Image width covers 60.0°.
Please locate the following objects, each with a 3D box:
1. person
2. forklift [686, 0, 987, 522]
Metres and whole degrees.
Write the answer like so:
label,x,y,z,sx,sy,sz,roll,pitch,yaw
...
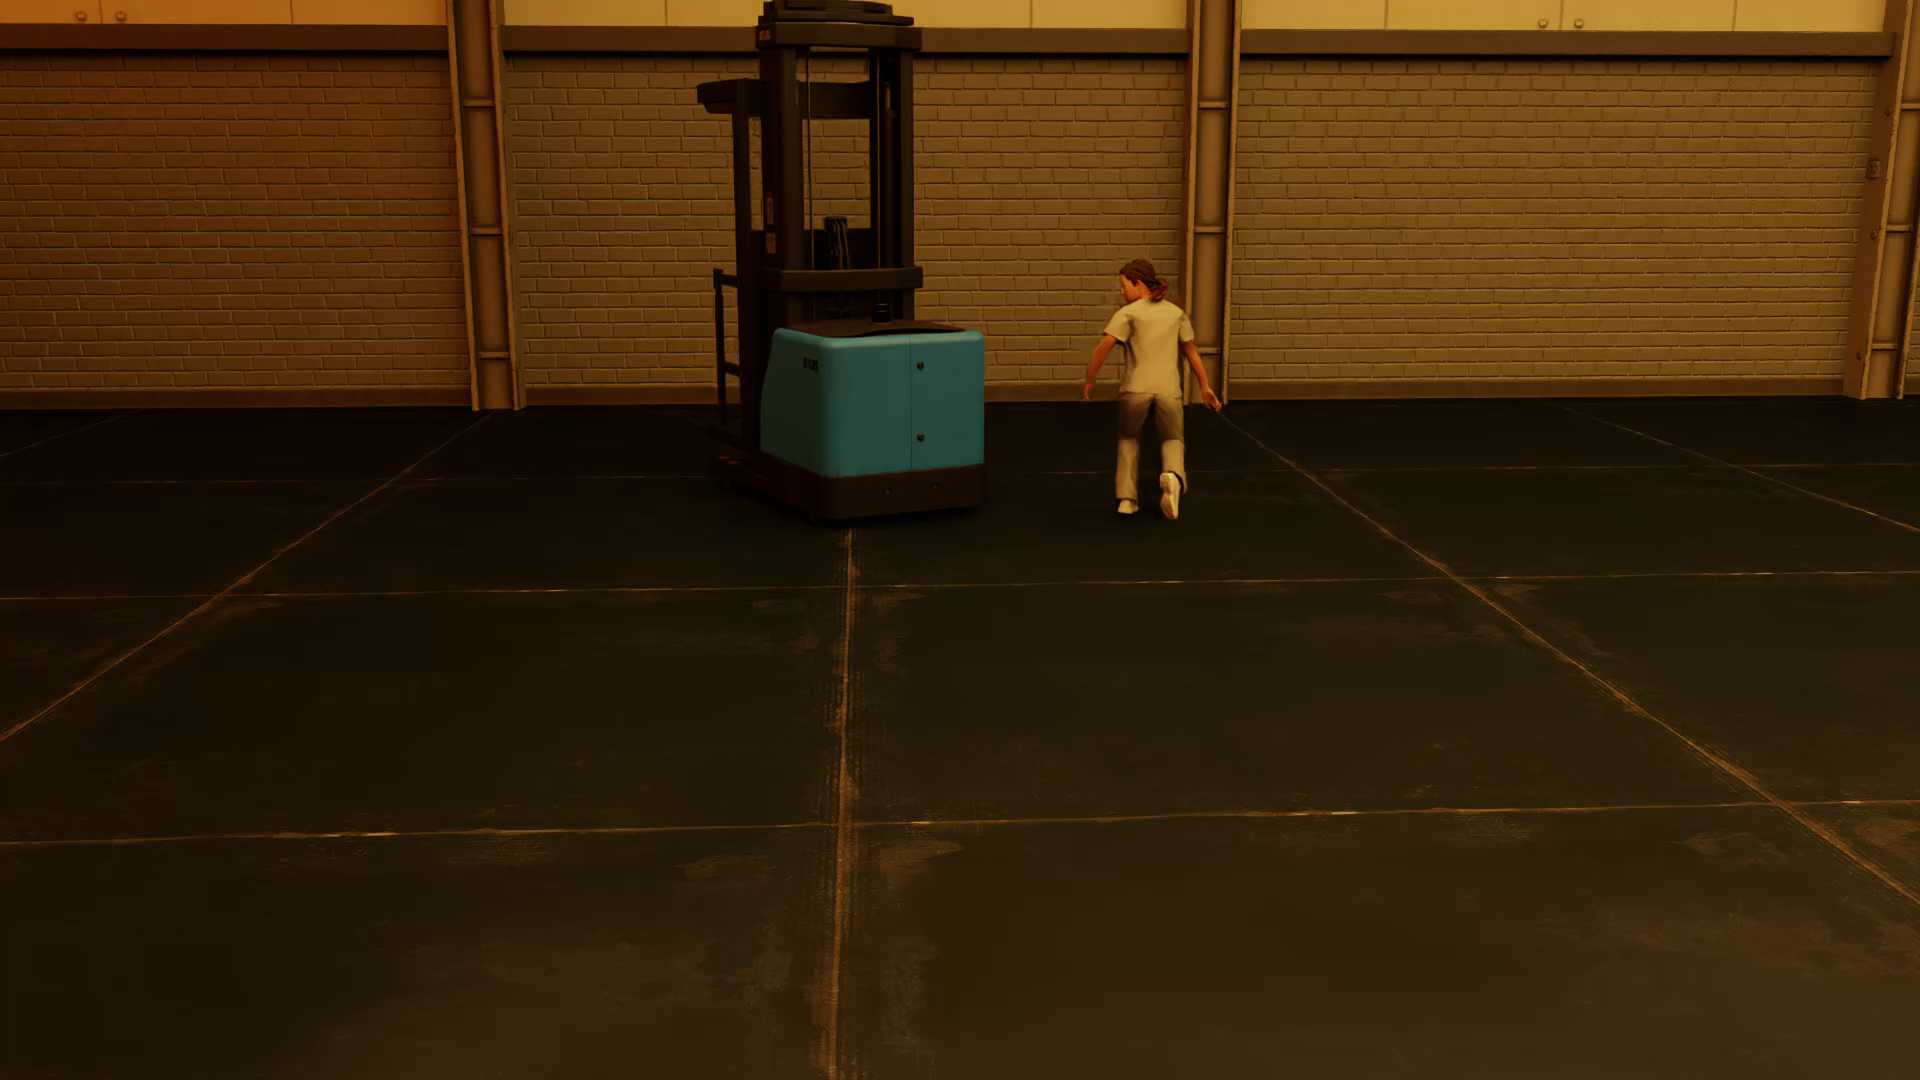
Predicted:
label,x,y,z,sx,sy,sz,roll,pitch,yaw
person,1.132,-0.874,9.654,0.806,1.483,0.570,-1,13,-6
forklift,-0.969,-1.814,10.486,1.130,2.935,3.031,-7,14,-27
